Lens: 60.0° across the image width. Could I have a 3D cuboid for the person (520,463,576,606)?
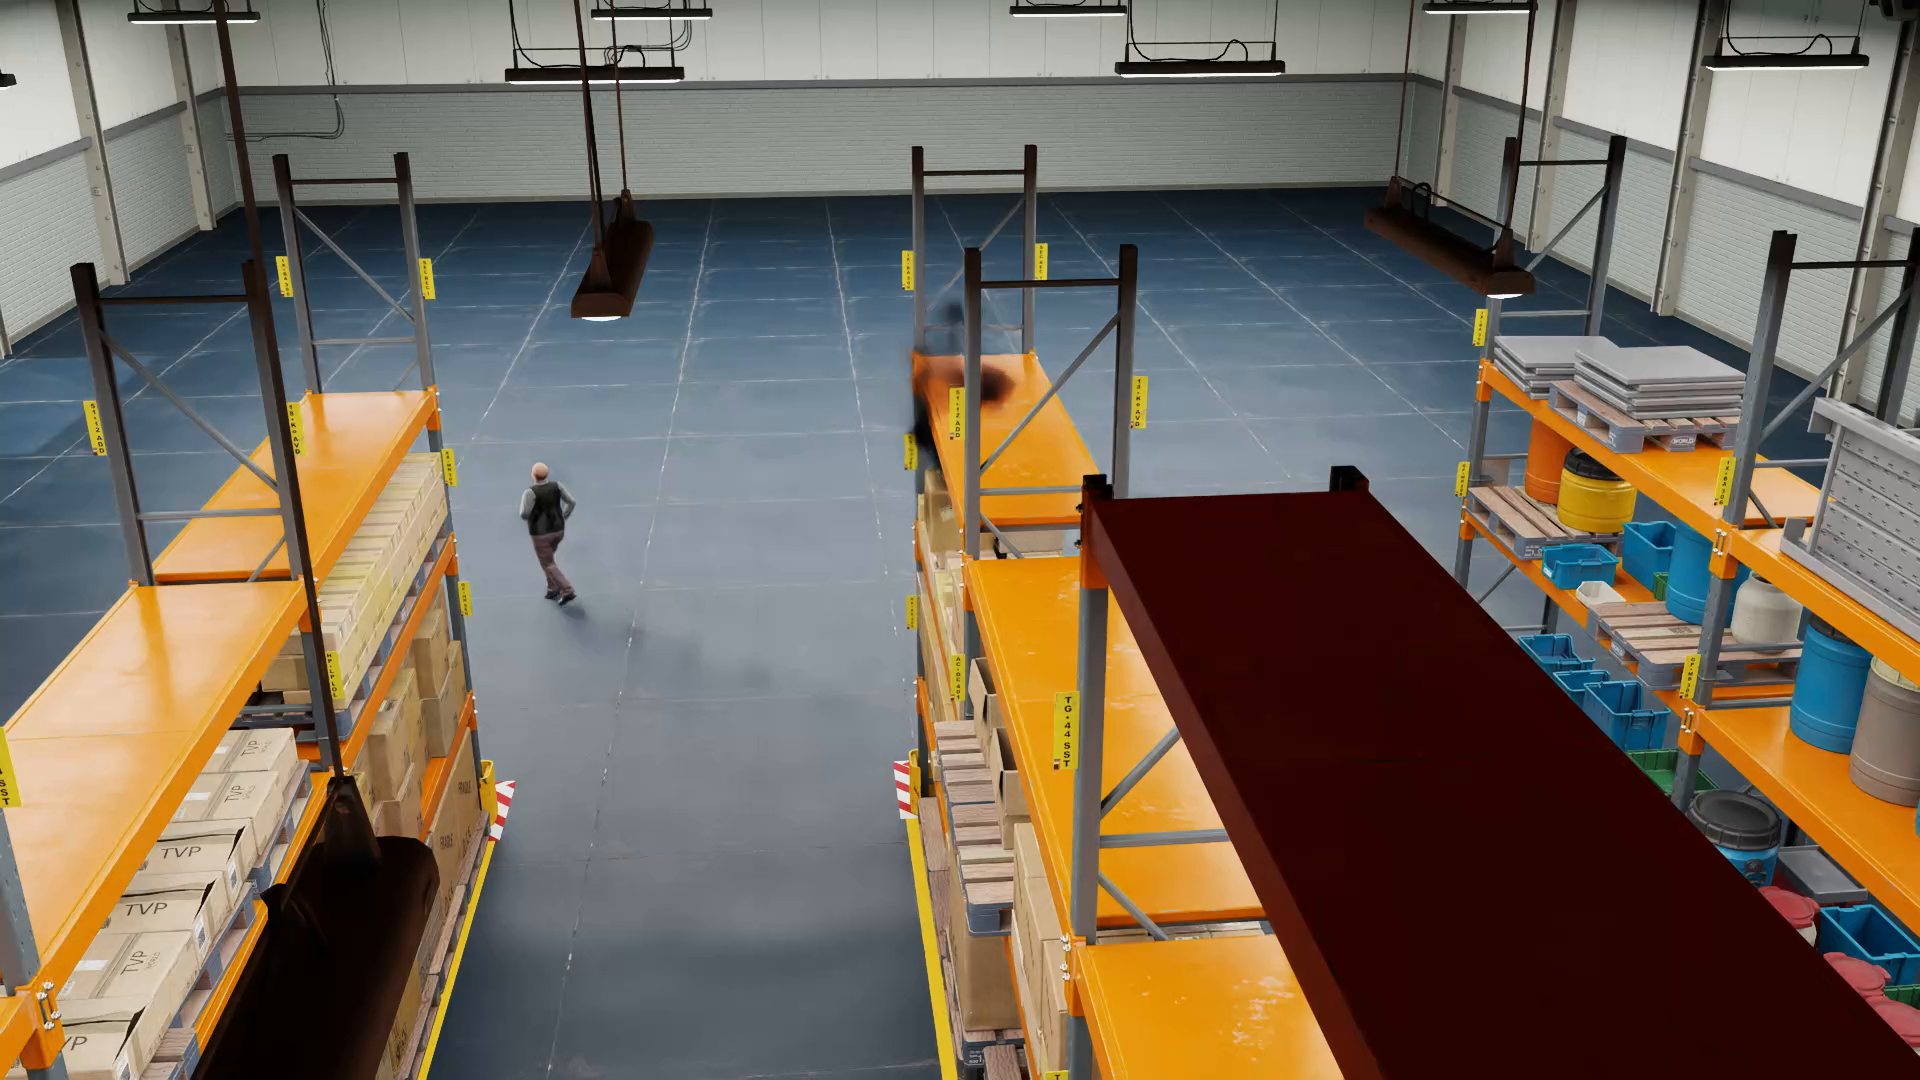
[{"bbox_3d":[-4.780,-0.015,19.394,0.745,1.789,0.668,16,27,35],"label":"person"}]
